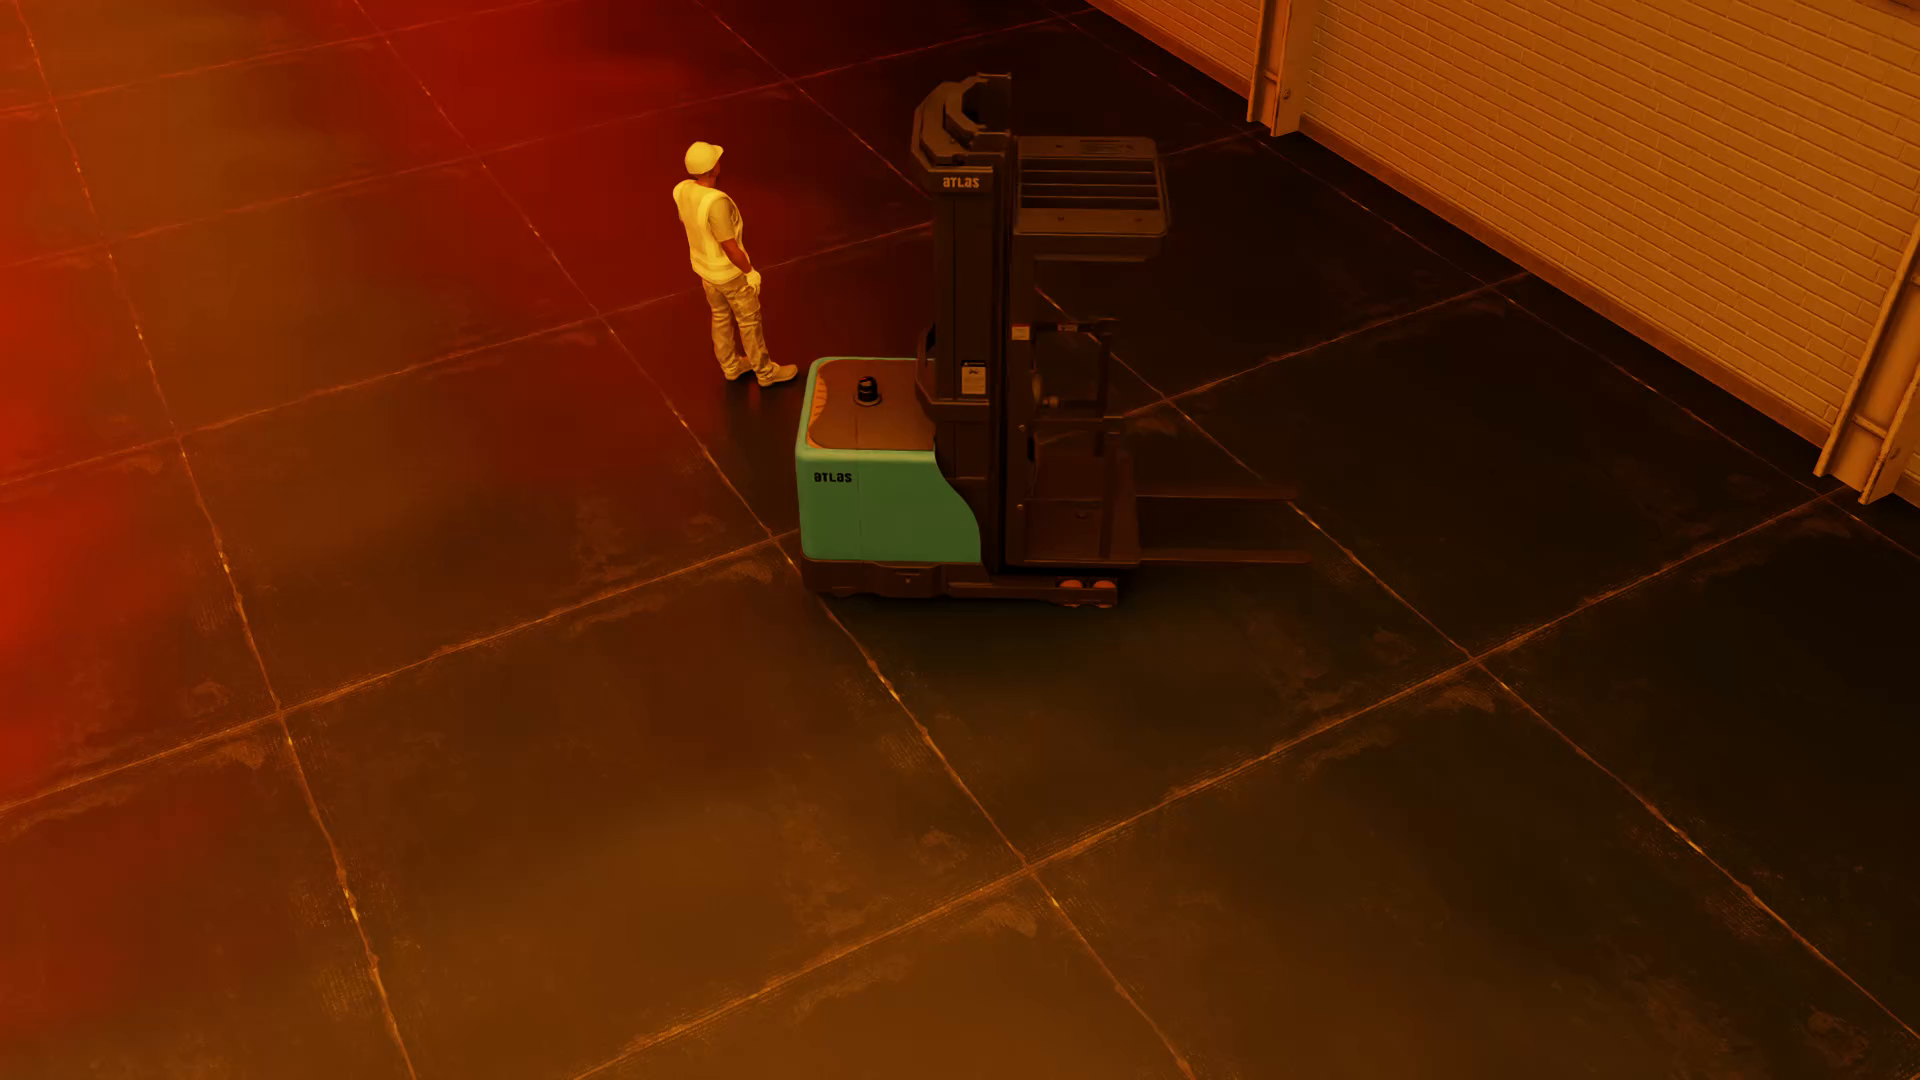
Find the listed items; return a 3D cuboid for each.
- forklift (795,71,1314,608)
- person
[{"bbox_3d":[0.588,-1.073,9.329,3.031,2.935,1.130,1,40,1],"label":"forklift"},{"bbox_3d":[-1.529,-1.868,11.179,0.578,1.784,0.663,-30,48,-31],"label":"person"}]
